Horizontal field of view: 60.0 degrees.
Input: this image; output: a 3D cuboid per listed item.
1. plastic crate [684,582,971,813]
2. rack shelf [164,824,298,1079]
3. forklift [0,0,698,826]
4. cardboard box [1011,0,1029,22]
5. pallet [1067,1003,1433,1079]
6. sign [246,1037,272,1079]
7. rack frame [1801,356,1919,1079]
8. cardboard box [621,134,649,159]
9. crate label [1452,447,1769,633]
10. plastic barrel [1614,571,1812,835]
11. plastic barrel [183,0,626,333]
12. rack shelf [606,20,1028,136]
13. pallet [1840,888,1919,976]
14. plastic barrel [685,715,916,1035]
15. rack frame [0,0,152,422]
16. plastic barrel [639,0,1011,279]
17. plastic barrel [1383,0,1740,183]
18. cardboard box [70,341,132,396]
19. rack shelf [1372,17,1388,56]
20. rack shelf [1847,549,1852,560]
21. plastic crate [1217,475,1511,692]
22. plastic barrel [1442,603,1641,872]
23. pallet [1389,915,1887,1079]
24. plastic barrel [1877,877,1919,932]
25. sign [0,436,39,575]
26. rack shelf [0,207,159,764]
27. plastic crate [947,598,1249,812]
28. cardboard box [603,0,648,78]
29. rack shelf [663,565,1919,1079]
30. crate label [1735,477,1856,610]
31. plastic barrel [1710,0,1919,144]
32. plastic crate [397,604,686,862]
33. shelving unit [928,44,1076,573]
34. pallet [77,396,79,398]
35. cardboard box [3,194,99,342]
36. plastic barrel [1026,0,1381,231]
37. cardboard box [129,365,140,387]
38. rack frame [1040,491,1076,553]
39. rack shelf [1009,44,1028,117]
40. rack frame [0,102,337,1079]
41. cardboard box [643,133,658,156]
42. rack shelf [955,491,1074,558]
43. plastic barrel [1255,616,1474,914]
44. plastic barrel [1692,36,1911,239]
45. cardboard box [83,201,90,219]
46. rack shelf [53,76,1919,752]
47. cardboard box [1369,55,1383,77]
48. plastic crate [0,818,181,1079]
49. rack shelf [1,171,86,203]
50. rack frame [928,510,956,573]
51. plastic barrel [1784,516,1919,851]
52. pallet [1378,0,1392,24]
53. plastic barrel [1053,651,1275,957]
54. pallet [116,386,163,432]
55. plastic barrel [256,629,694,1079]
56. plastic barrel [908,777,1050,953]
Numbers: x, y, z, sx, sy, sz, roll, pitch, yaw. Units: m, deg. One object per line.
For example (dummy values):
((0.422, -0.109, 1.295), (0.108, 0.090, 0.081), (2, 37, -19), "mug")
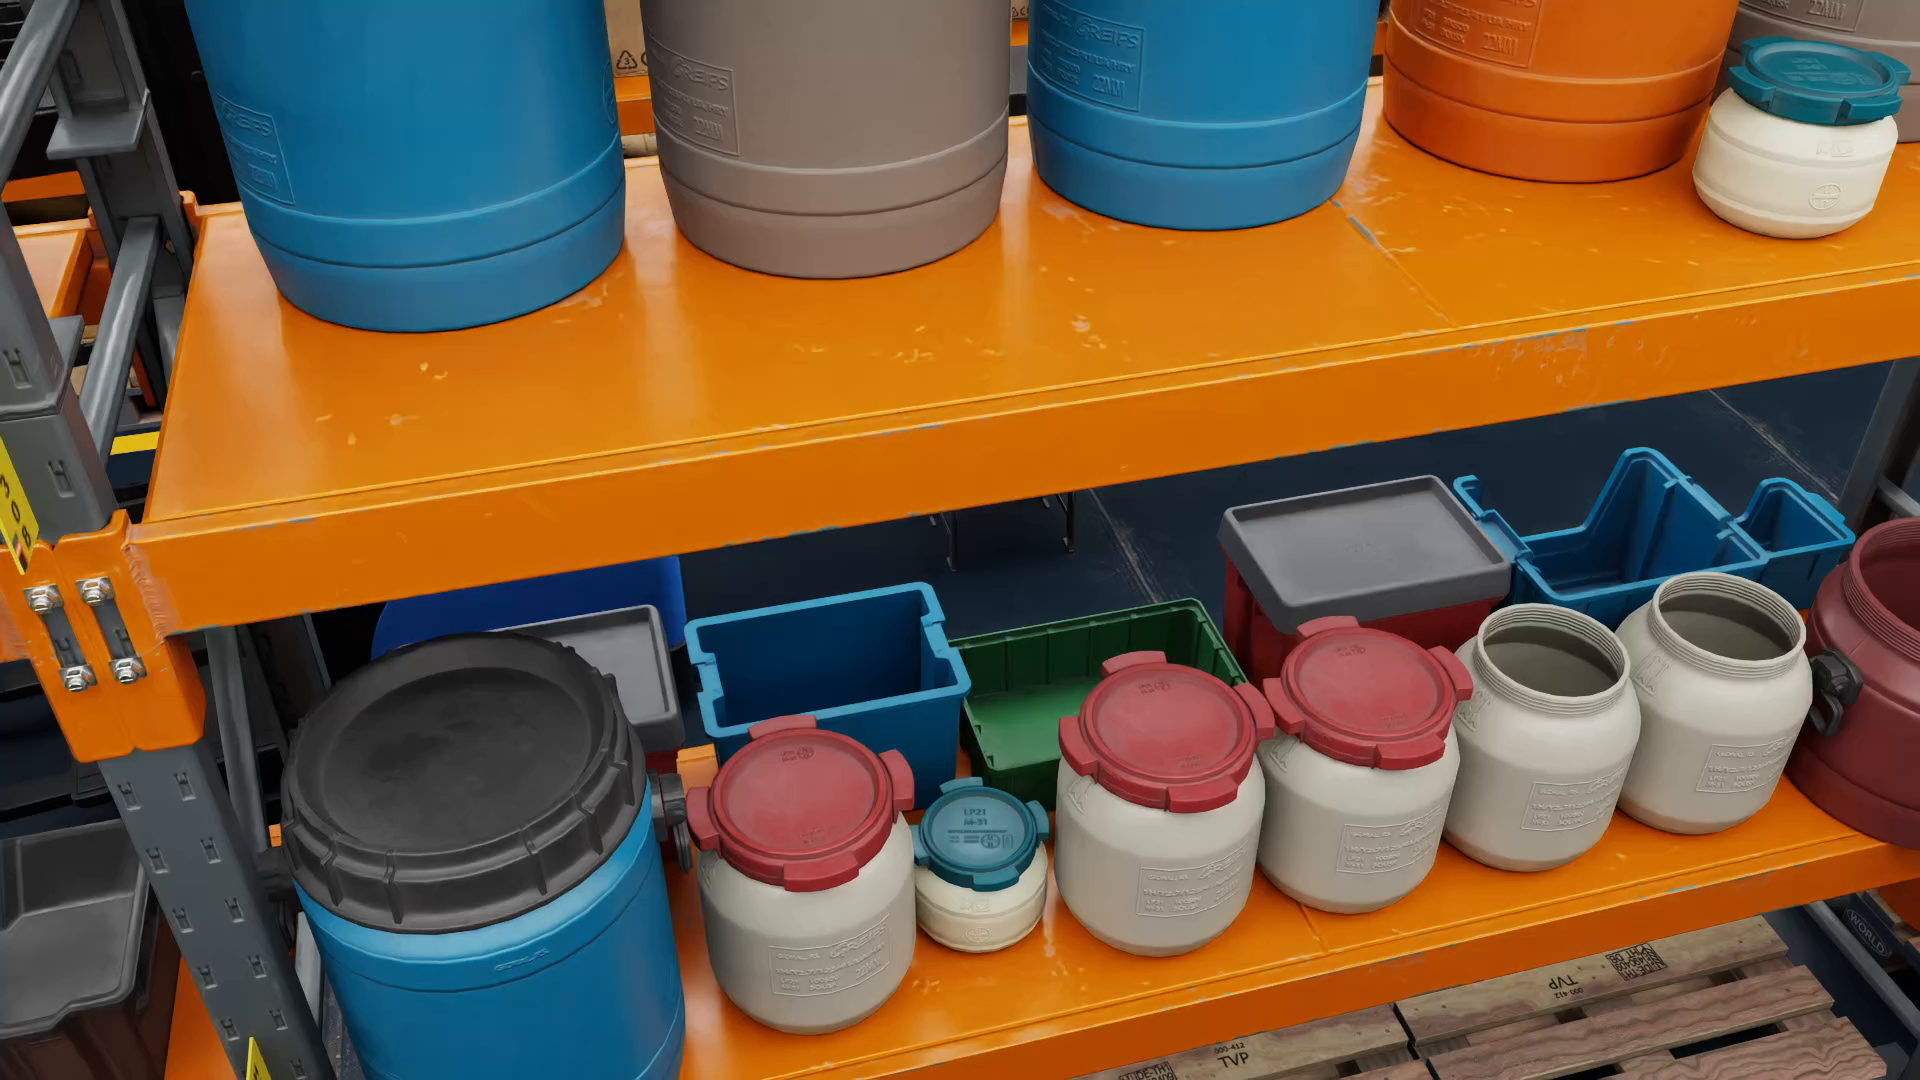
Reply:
((-0.297, 0.405, 3.765), (0.575, 0.384, 0.392), (-9, 38, -12), "plastic crate")
((-3.211, 1.359, 3.097), (4.000, 0.370, 1.077), (-9, 38, -12), "rack shelf")
((-2.504, -0.493, 4.982), (3.031, 2.935, 1.130), (-14, 40, -18), "forklift")
((0.379, -2.720, 7.910), (0.500, 0.311, 0.500), (-10, 38, -12), "cardboard box")
((0.647, 1.521, 4.588), (1.213, 0.211, 1.003), (-9, 38, -12), "pallet")
((-1.148, 0.971, 2.785), (0.005, 0.325, 0.100), (-9, 38, -12), "sign")
((2.581, 0.122, 4.121), (0.127, 3.000, 1.000), (-9, 38, -12), "rack frame")
((-1.752, -1.766, 8.045), (0.500, 0.311, 0.500), (-8, 38, -11), "cardboard box")
((1.551, 0.107, 4.112), (0.616, 0.435, 0.502), (-9, 38, -12), "crate label")
((1.644, 0.366, 3.710), (0.421, 0.512, 0.421), (0, 37, 0), "plastic barrel")
((-0.846, -0.842, 2.501), (0.708, 0.901, 0.600), (-9, 38, -12), "plastic barrel")
((-0.638, -2.181, 7.724), (4.000, 0.370, 1.077), (-9, 38, -12), "rack shelf")
((3.331, 1.081, 5.164), (1.213, 0.211, 1.003), (-9, 38, -12), "pallet")
((-0.300, 0.679, 3.281), (0.433, 0.535, 0.433), (0, 37, 0), "plastic barrel")
((-1.281, -1.627, 1.470), (0.127, 3.000, 1.000), (-9, 38, -12), "rack frame")
((-0.215, -0.946, 2.636), (0.600, 0.901, 0.600), (0, 37, 0), "plastic barrel")
((1.100, -1.133, 2.940), (0.708, 0.830, 0.600), (-9, 38, -12), "plastic barrel")
((-3.923, -0.862, 7.325), (0.500, 0.250, 0.500), (-9, 38, -12), "cardboard box")
((3.224, -2.815, 8.553), (4.000, 0.370, 1.077), (-9, 38, -12), "rack shelf")
((4.512, 0.091, 4.754), (4.000, 0.370, 1.077), (-9, 38, -12), "rack shelf")
((0.941, 0.174, 4.002), (0.583, 0.464, 0.402), (-9, 38, -12), "plastic crate")
((1.237, 0.433, 3.623), (0.421, 0.512, 0.421), (0, 37, 0), "plastic barrel")
((1.823, 1.330, 4.838), (1.213, 0.211, 1.003), (-9, 38, -12), "pallet")
((3.049, 0.730, 4.767), (0.708, 0.830, 0.600), (-9, 38, -12), "plastic barrel")
((-1.148, -0.114, 1.955), (0.005, 0.325, 0.100), (-9, 38, -12), "sign")
((-3.211, 0.167, 2.186), (4.000, 0.370, 1.077), (-9, 38, -12), "rack shelf")
((0.327, 0.399, 3.934), (0.662, 0.188, 0.450), (-9, 38, -12), "plastic crate")
((-1.314, -2.385, 7.317), (0.500, 0.500, 0.500), (-7, 38, -9), "cardboard box")
((0.650, 0.725, 3.926), (4.000, 0.370, 1.077), (-9, 38, -12), "rack shelf")
((2.077, 0.036, 4.372), (0.416, 0.233, 0.303), (-9, 38, -12), "crate label")
((1.732, -1.265, 3.054), (0.600, 0.901, 0.600), (0, 37, 0), "plastic barrel")
((-0.893, 0.474, 3.608), (0.583, 0.464, 0.402), (-9, 38, -12), "plastic crate")
((0.160, -0.860, 6.146), (0.503, 2.100, 0.431), (-9, 38, -12), "shelving unit")
((-4.527, -0.746, 7.551), (1.213, 0.211, 1.003), (-9, 38, -12), "pallet")
((-3.927, -1.167, 7.107), (0.500, 0.500, 0.500), (-9, 38, -12), "cardboard box")
((0.417, -1.050, 2.772), (0.708, 0.901, 0.600), (-9, 38, -12), "plastic barrel")
((-3.444, -0.950, 7.440), (0.500, 0.250, 0.500), (-9, 38, -12), "cardboard box")
((0.395, -0.899, 6.197), (0.015, 2.100, 0.400), (-9, 38, -12), "rack frame")
((0.160, -1.405, 5.729), (0.480, 0.518, 0.431), (-9, 38, -12), "rack shelf")
((-1.281, 0.756, 3.293), (0.127, 3.000, 1.000), (-9, 38, -12), "rack frame")
((-1.269, -1.843, 8.147), (0.500, 0.311, 0.500), (-9, 38, -12), "cardboard box")
((0.160, -0.293, 6.580), (0.480, 0.518, 0.431), (-9, 38, -12), "rack shelf")
((0.826, 0.494, 3.523), (0.433, 0.535, 0.433), (0, 37, 0), "plastic barrel")
((1.414, -0.676, 2.809), (0.301, 0.262, 0.301), (0, 37, 0), "plastic barrel")
((-3.445, -1.249, 7.214), (0.500, 0.500, 0.500), (-9, 38, -12), "cardboard box")
((0.650, -0.466, 3.014), (4.000, 0.370, 1.077), (-9, 38, -12), "rack shelf")
((2.188, -2.561, 8.707), (0.500, 0.250, 0.500), (-8, 38, -10), "cardboard box")
((-1.819, 0.789, 3.301), (0.504, 0.338, 0.767), (-9, 38, -12), "plastic crate")
((-4.499, -1.547, 6.896), (4.000, 0.370, 1.077), (-9, 38, -12), "rack shelf")
((-0.076, -0.822, 6.096), (0.015, 2.100, 0.400), (-9, 38, -12), "rack frame")
((2.212, 0.320, 3.751), (0.708, 0.536, 0.600), (-9, 38, -12), "plastic barrel")
((1.929, -2.856, 8.173), (1.003, 0.211, 1.213), (-9, 38, -12), "pallet")
((0.408, 0.563, 3.433), (0.433, 0.535, 0.433), (0, 37, 0), "plastic barrel")
((-3.347, -0.941, 7.806), (1.213, 0.211, 1.003), (-9, 38, -12), "pallet")
((-0.829, 0.673, 2.988), (0.708, 0.901, 0.600), (-9, 38, -12), "plastic barrel")
((0.037, 0.691, 3.491), (0.301, 0.262, 0.301), (0, 37, 0), "plastic barrel")
